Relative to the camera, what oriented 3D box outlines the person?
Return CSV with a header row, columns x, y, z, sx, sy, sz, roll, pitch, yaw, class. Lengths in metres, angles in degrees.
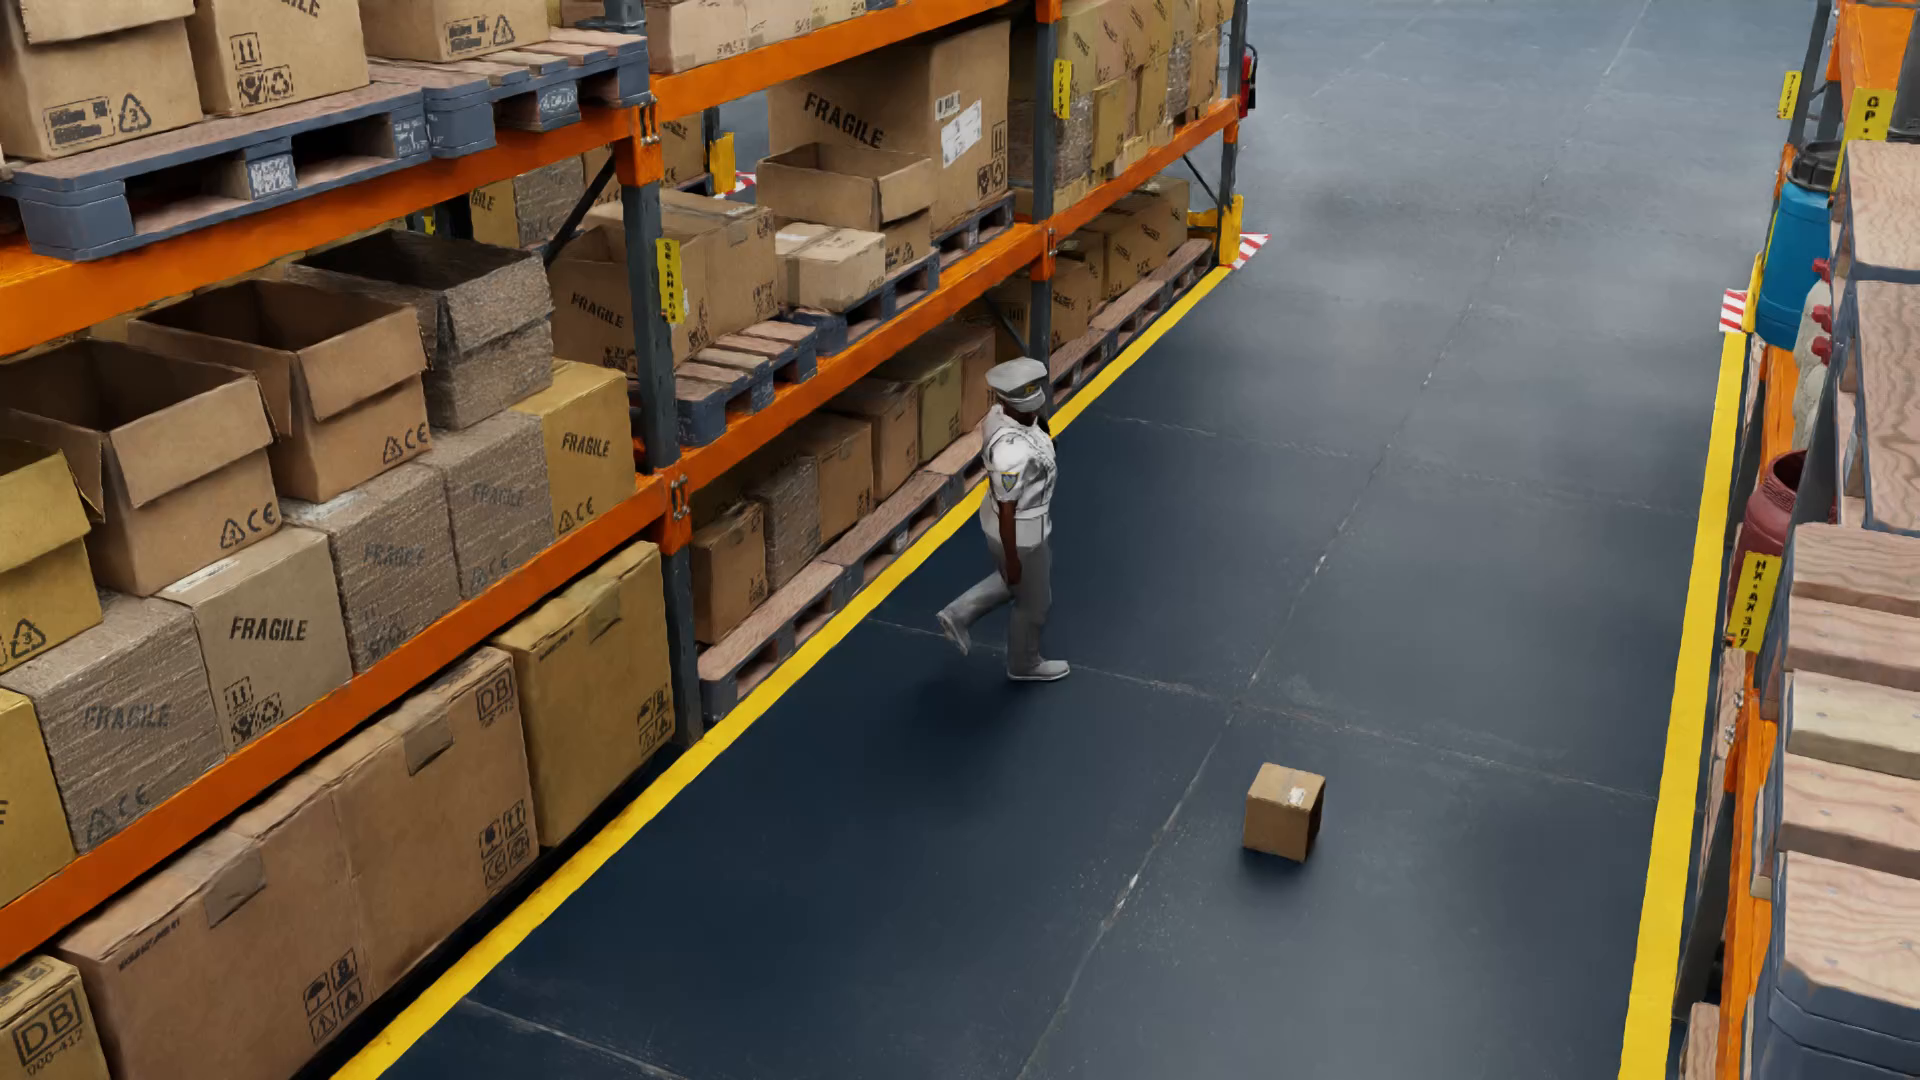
x,y,z,sx,sy,sz,roll,pitch,yaw,class
0.221,-0.038,7.223,0.605,1.629,0.540,-2,26,-4,person
